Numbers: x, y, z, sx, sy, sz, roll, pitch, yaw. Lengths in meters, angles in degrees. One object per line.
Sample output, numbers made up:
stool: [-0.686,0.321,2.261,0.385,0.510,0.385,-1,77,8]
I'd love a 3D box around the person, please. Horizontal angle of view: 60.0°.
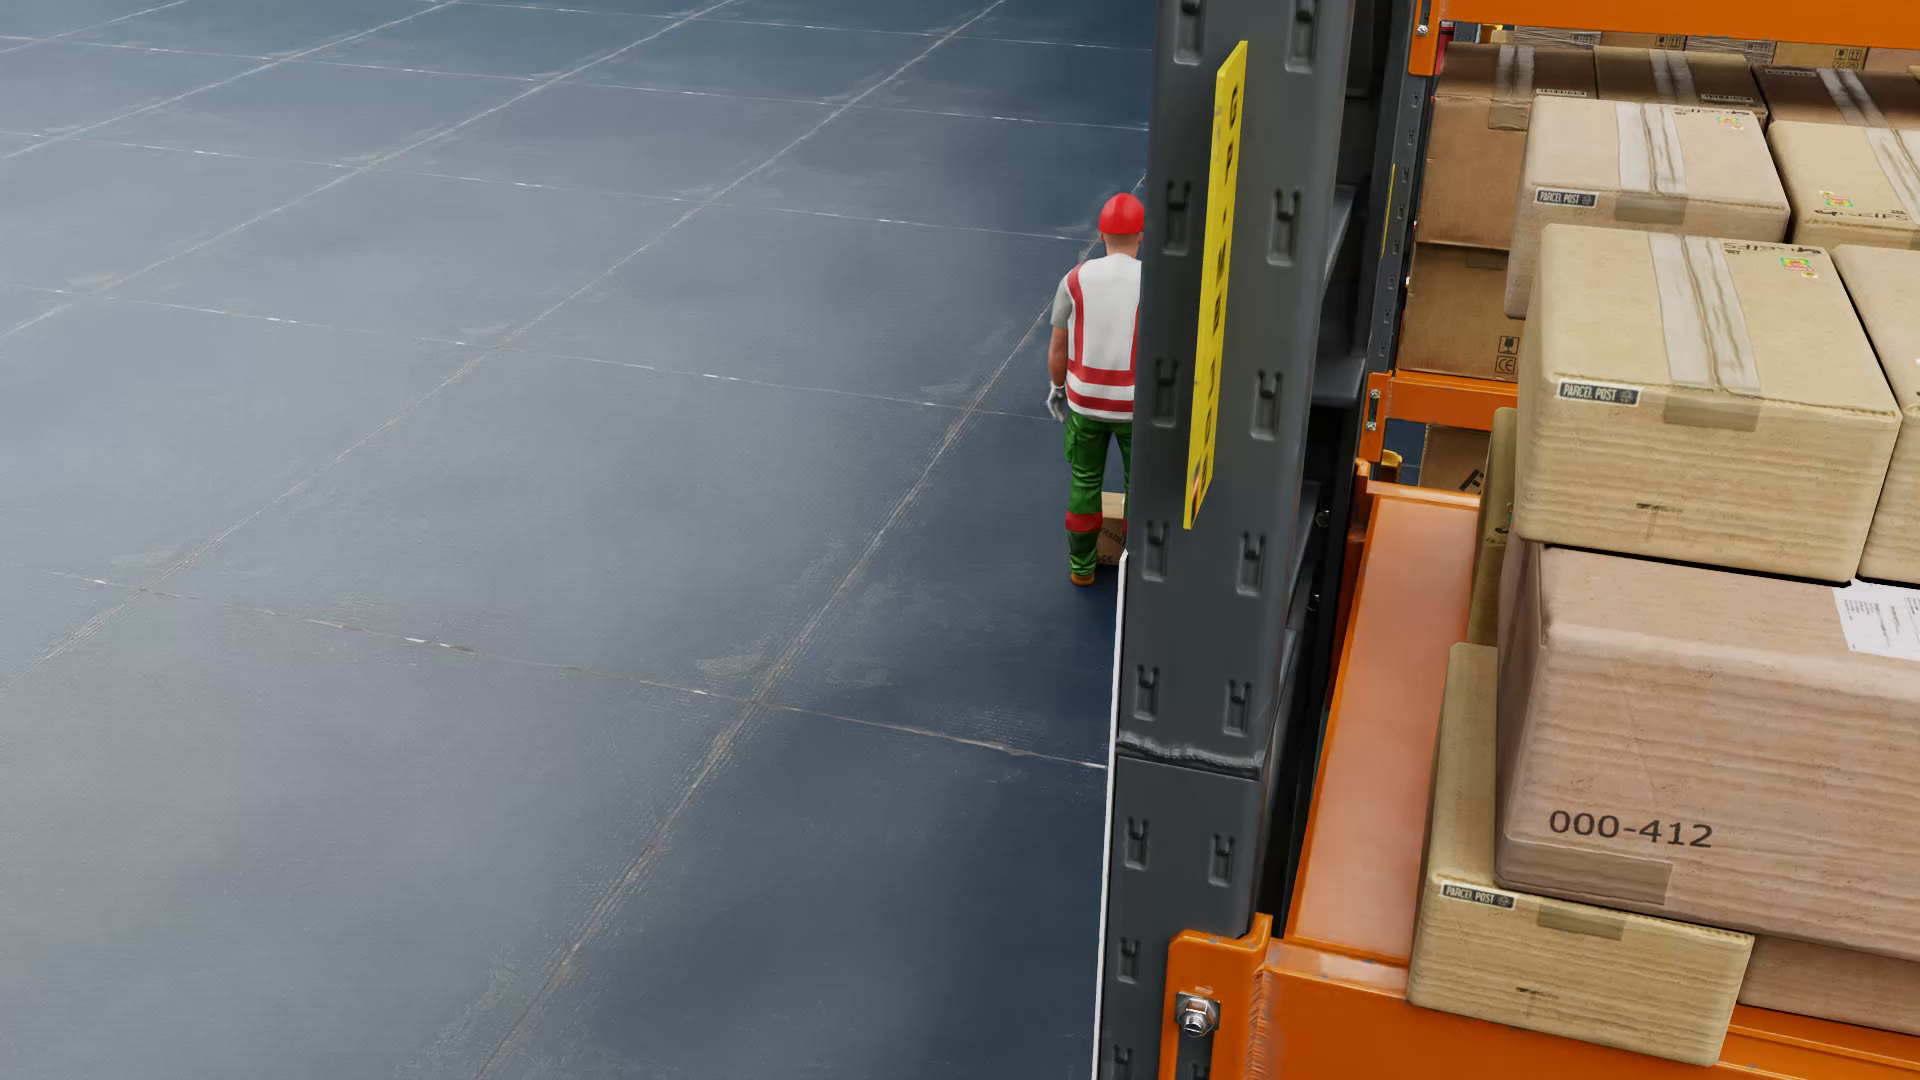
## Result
person: [0.678,-0.613,7.218,0.607,1.779,0.452,8,30,15]
